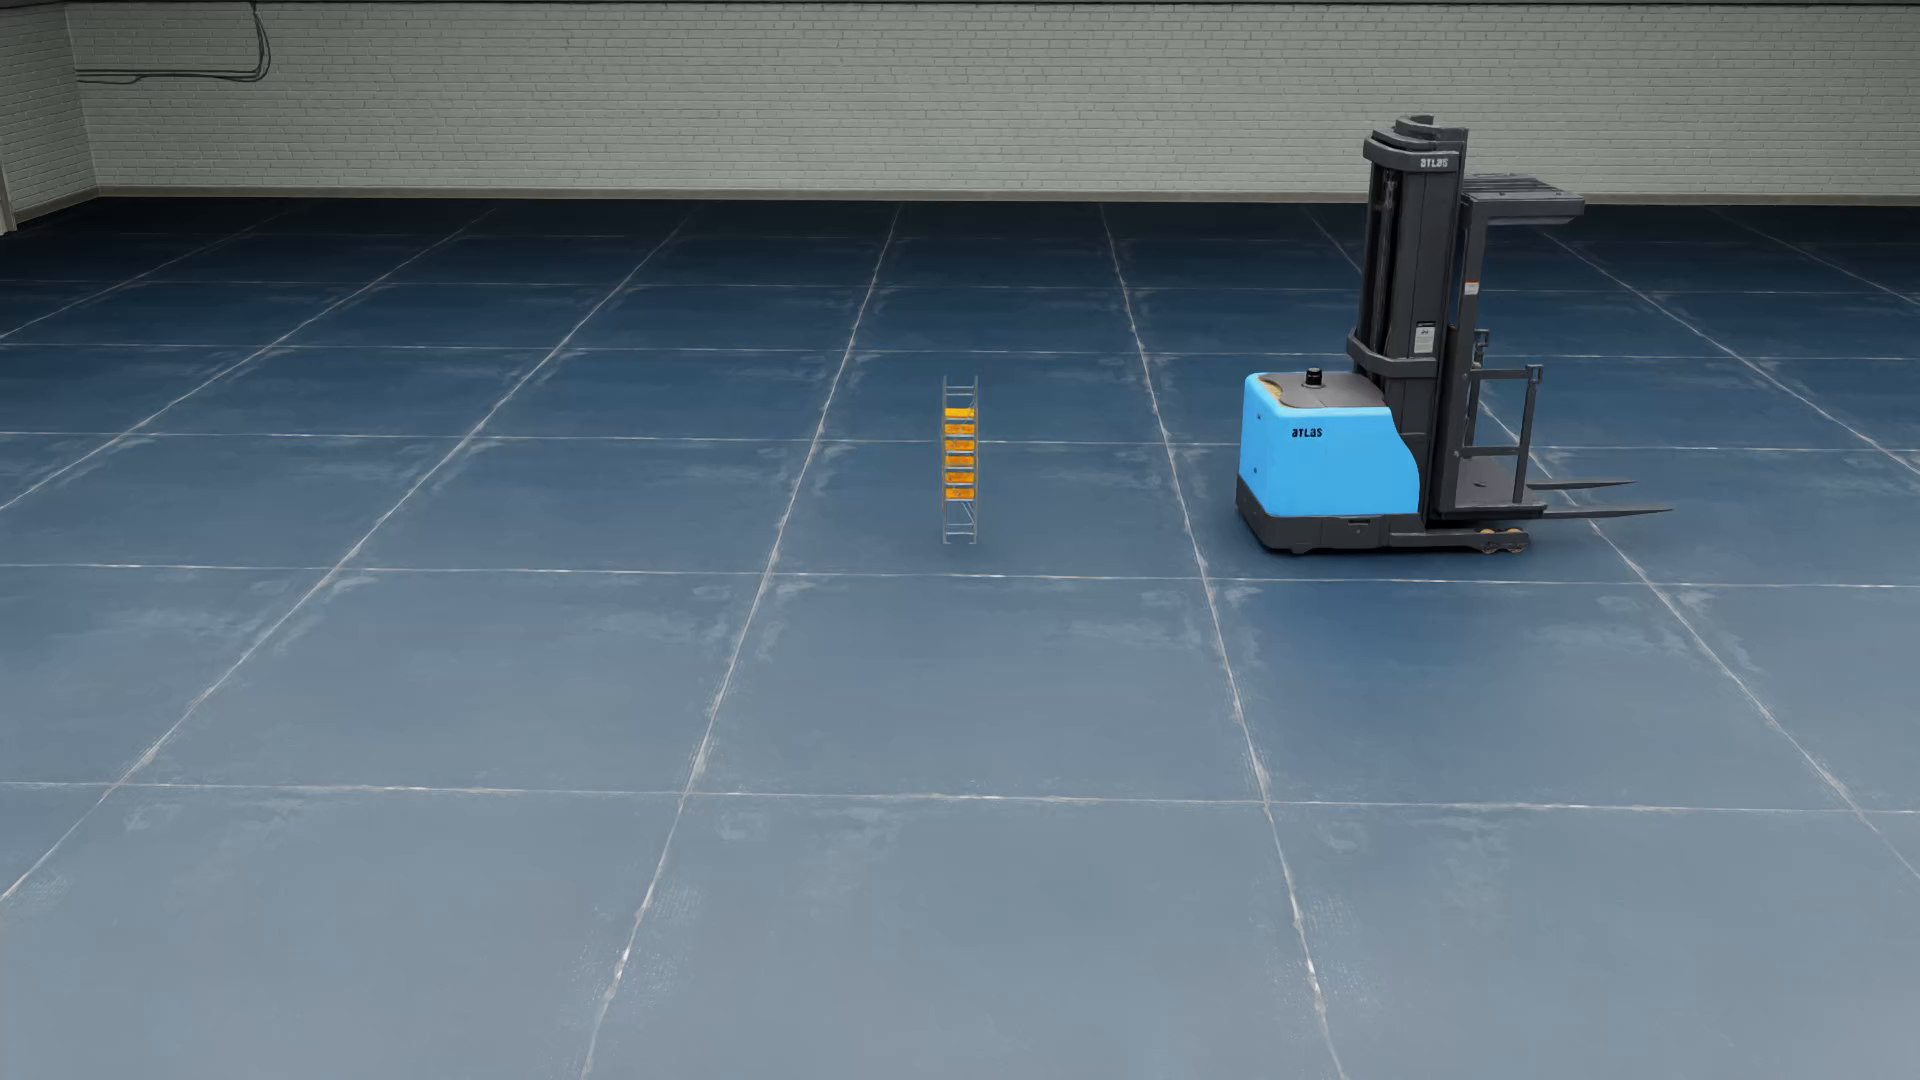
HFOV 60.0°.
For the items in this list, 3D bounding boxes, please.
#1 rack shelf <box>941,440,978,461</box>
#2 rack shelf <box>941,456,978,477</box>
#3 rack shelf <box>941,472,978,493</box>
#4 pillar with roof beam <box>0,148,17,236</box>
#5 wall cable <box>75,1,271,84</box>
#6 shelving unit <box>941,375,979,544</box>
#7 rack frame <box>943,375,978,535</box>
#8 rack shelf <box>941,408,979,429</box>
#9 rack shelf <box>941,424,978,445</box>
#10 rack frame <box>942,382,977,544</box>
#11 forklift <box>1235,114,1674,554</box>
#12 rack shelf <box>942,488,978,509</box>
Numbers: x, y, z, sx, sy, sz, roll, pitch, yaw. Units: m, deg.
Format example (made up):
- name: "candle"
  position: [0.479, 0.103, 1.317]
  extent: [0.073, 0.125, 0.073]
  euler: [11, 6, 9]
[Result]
- name: "rack shelf"
  position: [0.000, -0.635, 11.798]
  extent: [0.258, 0.103, 0.180]
  euler: [1, 21, 2]
- name: "rack shelf"
  position: [0.000, -0.523, 11.841]
  extent: [0.258, 0.103, 0.180]
  euler: [1, 21, 2]
- name: "rack shelf"
  position: [0.000, -0.411, 11.885]
  extent: [0.258, 0.103, 0.180]
  euler: [1, 21, 2]
- name: "pillar with roof beam"
  position: [-8.975, -8.392, 21.217]
  extent: [9.100, 9.000, 0.400]
  euler: [1, 21, 2]
- name: "wall cable"
  position: [-11.867, -8.042, 24.609]
  extent: [3.097, 2.526, 0.112]
  euler: [1, 21, 2]
- name: "shelving unit"
  position: [0.000, -0.565, 11.825]
  extent: [0.258, 1.200, 0.189]
  euler: [1, 21, 2]
- name: "rack frame"
  position: [0.003, -0.598, 11.911]
  extent: [0.240, 1.200, 0.006]
  euler: [1, 21, 2]
- name: "rack shelf"
  position: [0.000, -0.859, 11.711]
  extent: [0.258, 0.103, 0.180]
  euler: [1, 21, 2]
- name: "rack shelf"
  position: [0.000, -0.747, 11.755]
  extent: [0.258, 0.103, 0.180]
  euler: [1, 21, 2]
- name: "rack frame"
  position: [-0.002, -0.532, 11.740]
  extent: [0.240, 1.200, 0.006]
  euler: [1, 21, 2]
- name: "forklift"
  position: [3.621, -1.463, 11.747]
  extent: [3.031, 2.935, 1.130]
  euler: [-2, 21, -4]
- name: "rack shelf"
  position: [0.000, -0.299, 11.928]
  extent: [0.258, 0.103, 0.180]
  euler: [1, 21, 2]
